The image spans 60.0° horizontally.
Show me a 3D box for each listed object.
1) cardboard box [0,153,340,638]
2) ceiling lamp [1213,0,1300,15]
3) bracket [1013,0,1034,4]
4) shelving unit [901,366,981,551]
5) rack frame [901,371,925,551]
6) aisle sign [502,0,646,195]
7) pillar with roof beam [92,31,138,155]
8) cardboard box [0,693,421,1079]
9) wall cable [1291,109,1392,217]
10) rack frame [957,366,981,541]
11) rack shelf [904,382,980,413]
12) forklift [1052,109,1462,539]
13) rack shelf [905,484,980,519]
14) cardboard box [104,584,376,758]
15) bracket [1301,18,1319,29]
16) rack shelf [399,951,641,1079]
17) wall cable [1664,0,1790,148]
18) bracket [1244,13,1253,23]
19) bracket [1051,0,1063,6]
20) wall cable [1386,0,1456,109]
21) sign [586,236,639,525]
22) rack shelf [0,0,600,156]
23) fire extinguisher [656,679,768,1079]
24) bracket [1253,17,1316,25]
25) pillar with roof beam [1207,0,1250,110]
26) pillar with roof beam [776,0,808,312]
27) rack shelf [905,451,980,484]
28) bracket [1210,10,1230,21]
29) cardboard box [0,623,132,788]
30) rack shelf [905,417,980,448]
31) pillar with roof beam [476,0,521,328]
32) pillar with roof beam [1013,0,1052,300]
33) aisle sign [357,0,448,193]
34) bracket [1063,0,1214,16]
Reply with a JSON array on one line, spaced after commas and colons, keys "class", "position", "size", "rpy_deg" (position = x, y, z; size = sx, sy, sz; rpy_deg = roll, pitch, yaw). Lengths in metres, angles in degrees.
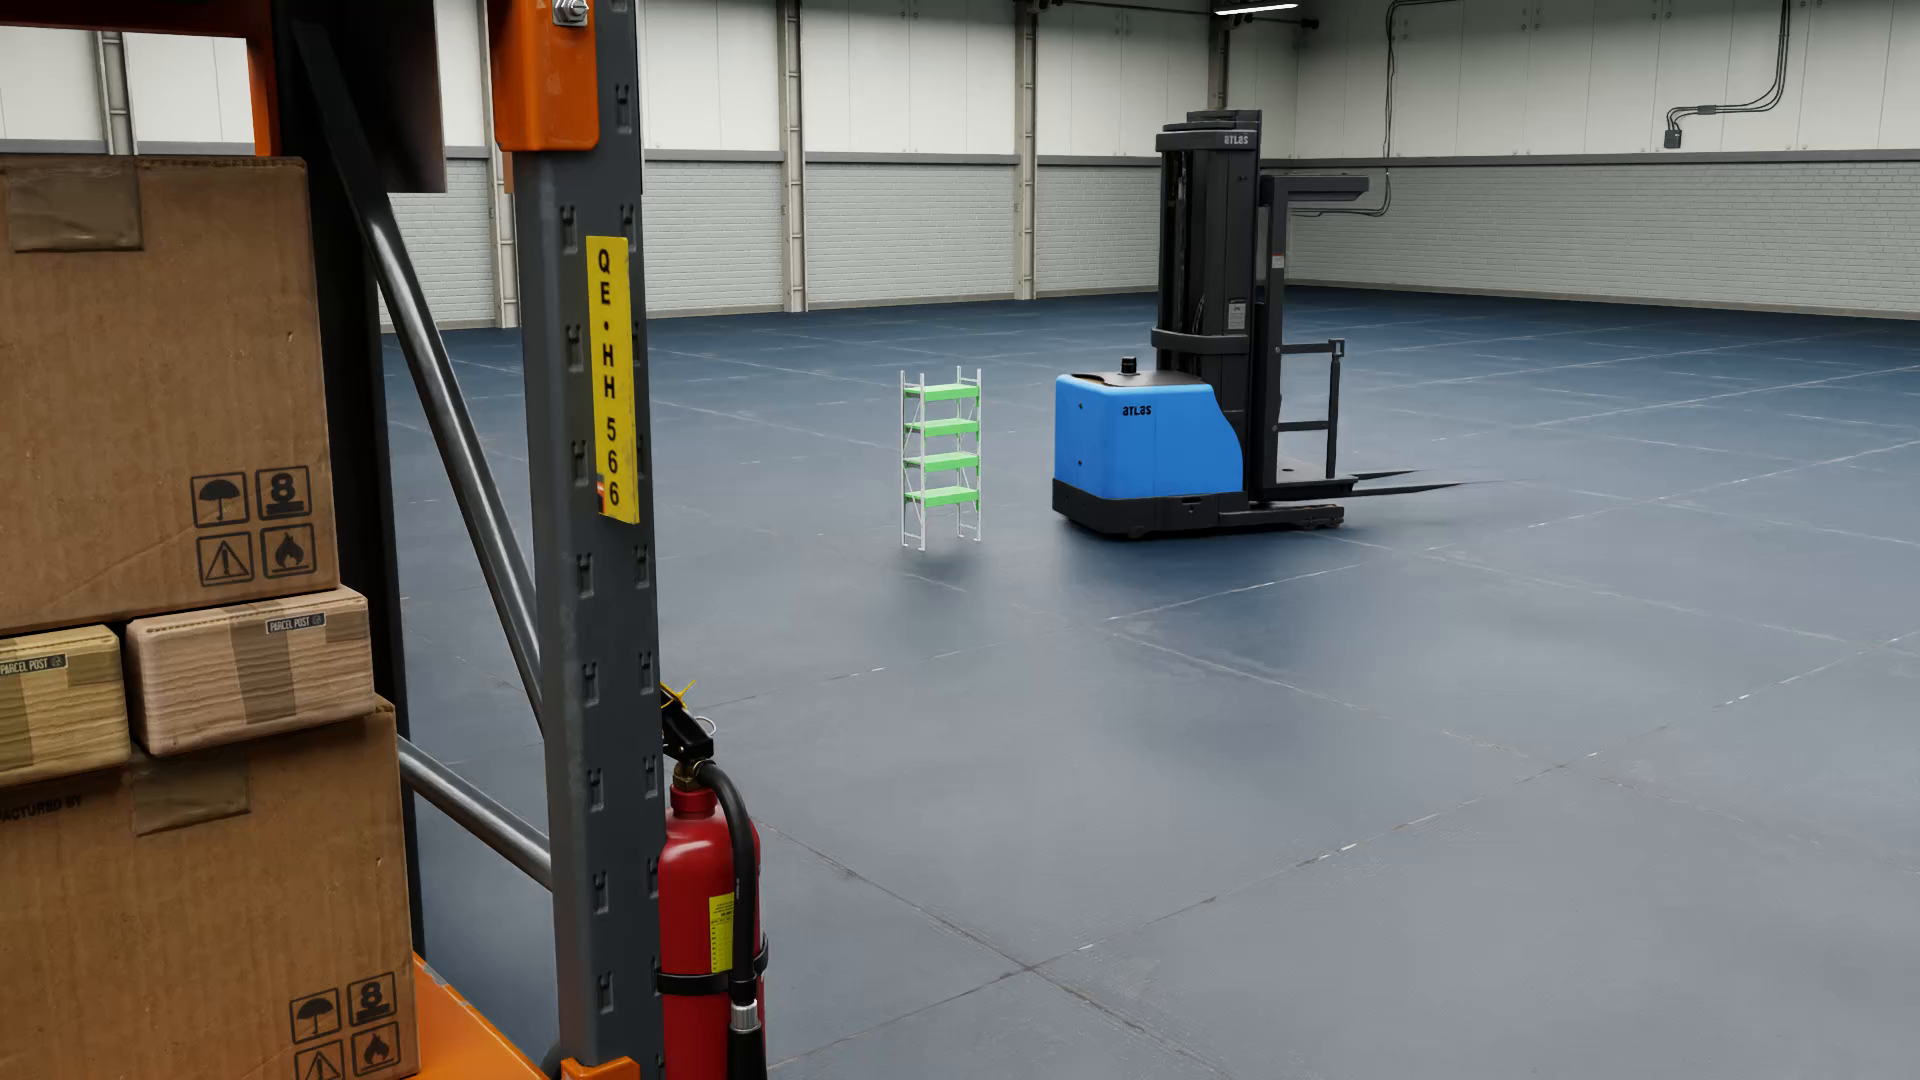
[{"class": "cardboard box", "position": [-1.144, -0.210, 2.033], "size": [0.500, 0.500, 0.700], "rpy_deg": [-9, 15, -37]}, {"class": "ceiling lamp", "position": [6.058, -12.078, 32.790], "size": [0.800, 3.185, 2.000], "rpy_deg": [-9, 15, -38]}, {"class": "bracket", "position": [1.321, -11.365, 34.820], "size": [0.430, 0.232, 0.235], "rpy_deg": [-9, 15, -38]}, {"class": "shelving unit", "position": [-0.129, -0.565, 11.403], "size": [0.503, 1.200, 0.258], "rpy_deg": [-9, 15, -38]}, {"class": "rack frame", "position": [-0.320, -0.534, 11.254], "size": [0.015, 1.200, 0.240], "rpy_deg": [-9, 15, -38]}, {"class": "aisle sign", "position": [-0.496, -0.824, 2.031], "size": [0.004, 0.787, 0.394], "rpy_deg": [-9, 15, -38]}, {"class": "pillar with roof beam", "position": [-9.943, -6.682, 21.431], "size": [0.400, 9.000, 9.100], "rpy_deg": [-9, 15, -38]}, {"class": "cardboard box", "position": [-1.103, 0.418, 2.200], "size": [0.500, 0.500, 0.700], "rpy_deg": [-9, 15, -38]}, {"class": "wall cable", "position": [9.235, -9.143, 40.498], "size": [0.112, 2.526, 3.097], "rpy_deg": [-9, 15, -38]}, {"class": "rack frame", "position": [0.061, -0.597, 11.552], "size": [0.015, 1.200, 0.240], "rpy_deg": [-9, 15, -38]}, {"class": "rack shelf", "position": [-0.129, -0.972, 11.317], "size": [0.480, 0.148, 0.258], "rpy_deg": [-9, 15, -38]}, {"class": "forklift", "position": [2.258, -1.606, 12.135], "size": [3.031, 2.935, 1.130], "rpy_deg": [-4, 13, -19]}, {"class": "rack shelf", "position": [-0.129, -0.268, 11.466], "size": [0.480, 0.148, 0.258], "rpy_deg": [-9, 15, -38]}, {"class": "cardboard box", "position": [-0.910, 0.122, 2.029], "size": [0.250, 0.149, 0.380], "rpy_deg": [-10, 15, -39]}, {"class": "bracket", "position": [8.505, -12.559, 40.442], "size": [0.430, 0.232, 0.235], "rpy_deg": [-9, 15, -38]}, {"class": "rack shelf", "position": [-2.292, 1.019, 1.338], "size": [4.000, 0.370, 1.077], "rpy_deg": [-9, 15, -38]}, {"class": "wall cable", "position": [15.153, -10.784, 32.561], "size": [0.169, 6.003, 2.305], "rpy_deg": [-9, 15, -38]}, {"class": "bracket", "position": [6.654, -12.251, 38.994], "size": [0.430, 0.232, 0.235], "rpy_deg": [-9, 15, -38]}, {"class": "bracket", "position": [1.969, -11.473, 35.328], "size": [0.430, 0.232, 0.235], "rpy_deg": [-9, 15, -38]}, {"class": "wall cable", "position": [10.925, -11.175, 37.907], "size": [0.112, 2.526, 3.097], "rpy_deg": [-9, 15, -38]}, {"class": "sign", "position": [-0.402, -0.184, 1.918], "size": [0.005, 0.325, 0.100], "rpy_deg": [-9, 15, -38]}, {"class": "rack shelf", "position": [-2.292, -0.448, 1.027], "size": [4.000, 0.370, 1.077], "rpy_deg": [-9, 15, -38]}, {"class": "fire extinguisher", "position": [-0.348, 0.506, 2.211], "size": [0.183, 0.674, 0.296], "rpy_deg": [-9, 15, -38]}, {"class": "bracket", "position": [8.044, -12.482, 40.081], "size": [3.189, 0.066, 0.076], "rpy_deg": [-9, 15, -38]}, {"class": "pillar with roof beam", "position": [8.798, -9.796, 36.097], "size": [0.548, 9.000, 9.100], "rpy_deg": [-9, 15, -38]}, {"class": "pillar with roof beam", "position": [-0.573, -8.239, 28.764], "size": [0.400, 9.000, 9.100], "rpy_deg": [-9, 15, -38]}, {"class": "rack shelf", "position": [-0.129, -0.503, 11.416], "size": [0.480, 0.148, 0.258], "rpy_deg": [-9, 15, -38]}, {"class": "bracket", "position": [6.006, -12.144, 38.487], "size": [0.430, 0.232, 0.235], "rpy_deg": [-9, 15, -38]}, {"class": "cardboard box", "position": [-1.113, 0.157, 1.868], "size": [0.250, 0.149, 0.380], "rpy_deg": [-9, 15, -36]}, {"class": "rack shelf", "position": [-0.129, -0.738, 11.366], "size": [0.480, 0.148, 0.258], "rpy_deg": [-9, 15, -38]}, {"class": "pillar with roof beam", "position": [-5.258, -7.460, 25.098], "size": [0.400, 9.000, 9.100], "rpy_deg": [-9, 15, -38]}, {"class": "pillar with roof beam", "position": [4.113, -9.017, 32.431], "size": [0.548, 9.000, 9.100], "rpy_deg": [-9, 15, -38]}, {"class": "aisle sign", "position": [-0.870, -0.922, 2.490], "size": [0.004, 0.787, 0.394], "rpy_deg": [-9, 15, -38]}, {"class": "bracket", "position": [3.994, -11.809, 36.912], "size": [4.783, 0.066, 0.076], "rpy_deg": [-9, 15, -38]}]
